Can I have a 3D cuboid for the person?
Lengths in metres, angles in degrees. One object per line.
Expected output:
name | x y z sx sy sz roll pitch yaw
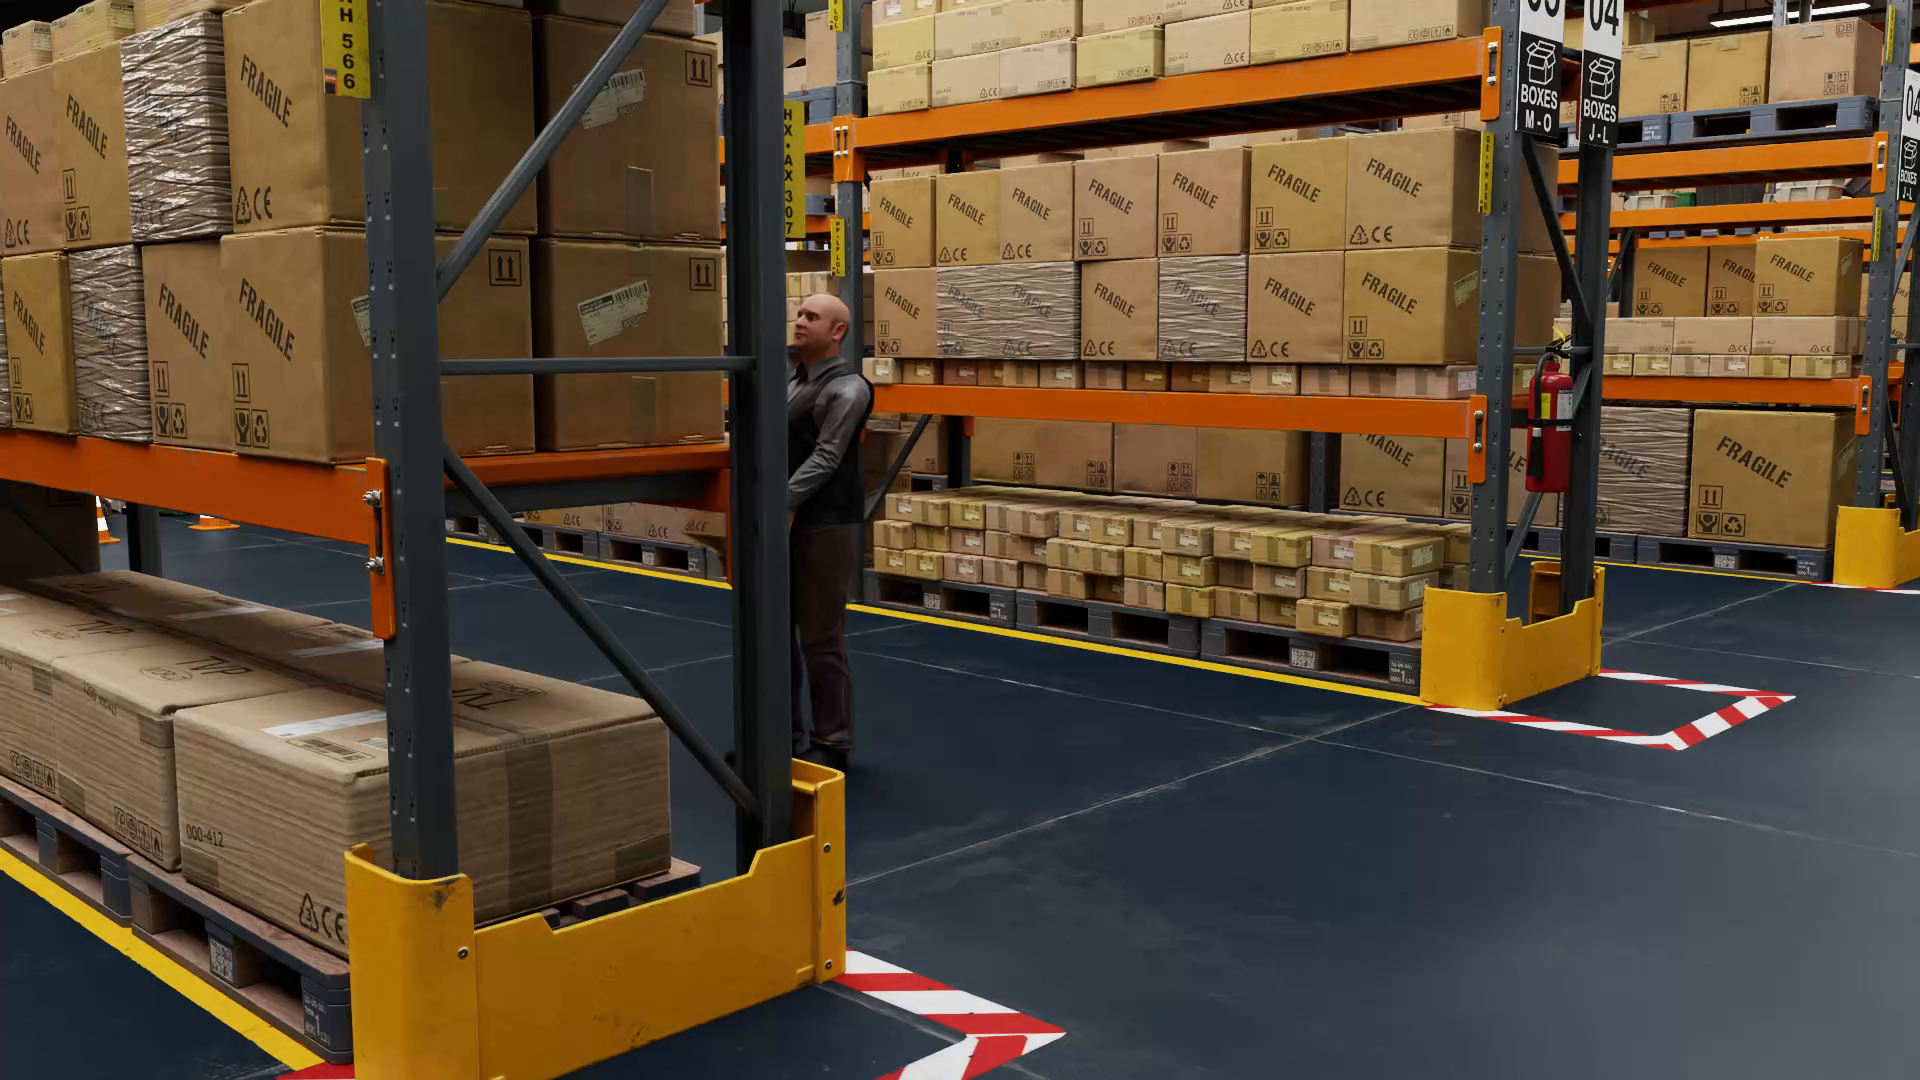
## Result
person | -0.606 -0.018 5.994 0.539 1.724 0.502 -5 9 -36
